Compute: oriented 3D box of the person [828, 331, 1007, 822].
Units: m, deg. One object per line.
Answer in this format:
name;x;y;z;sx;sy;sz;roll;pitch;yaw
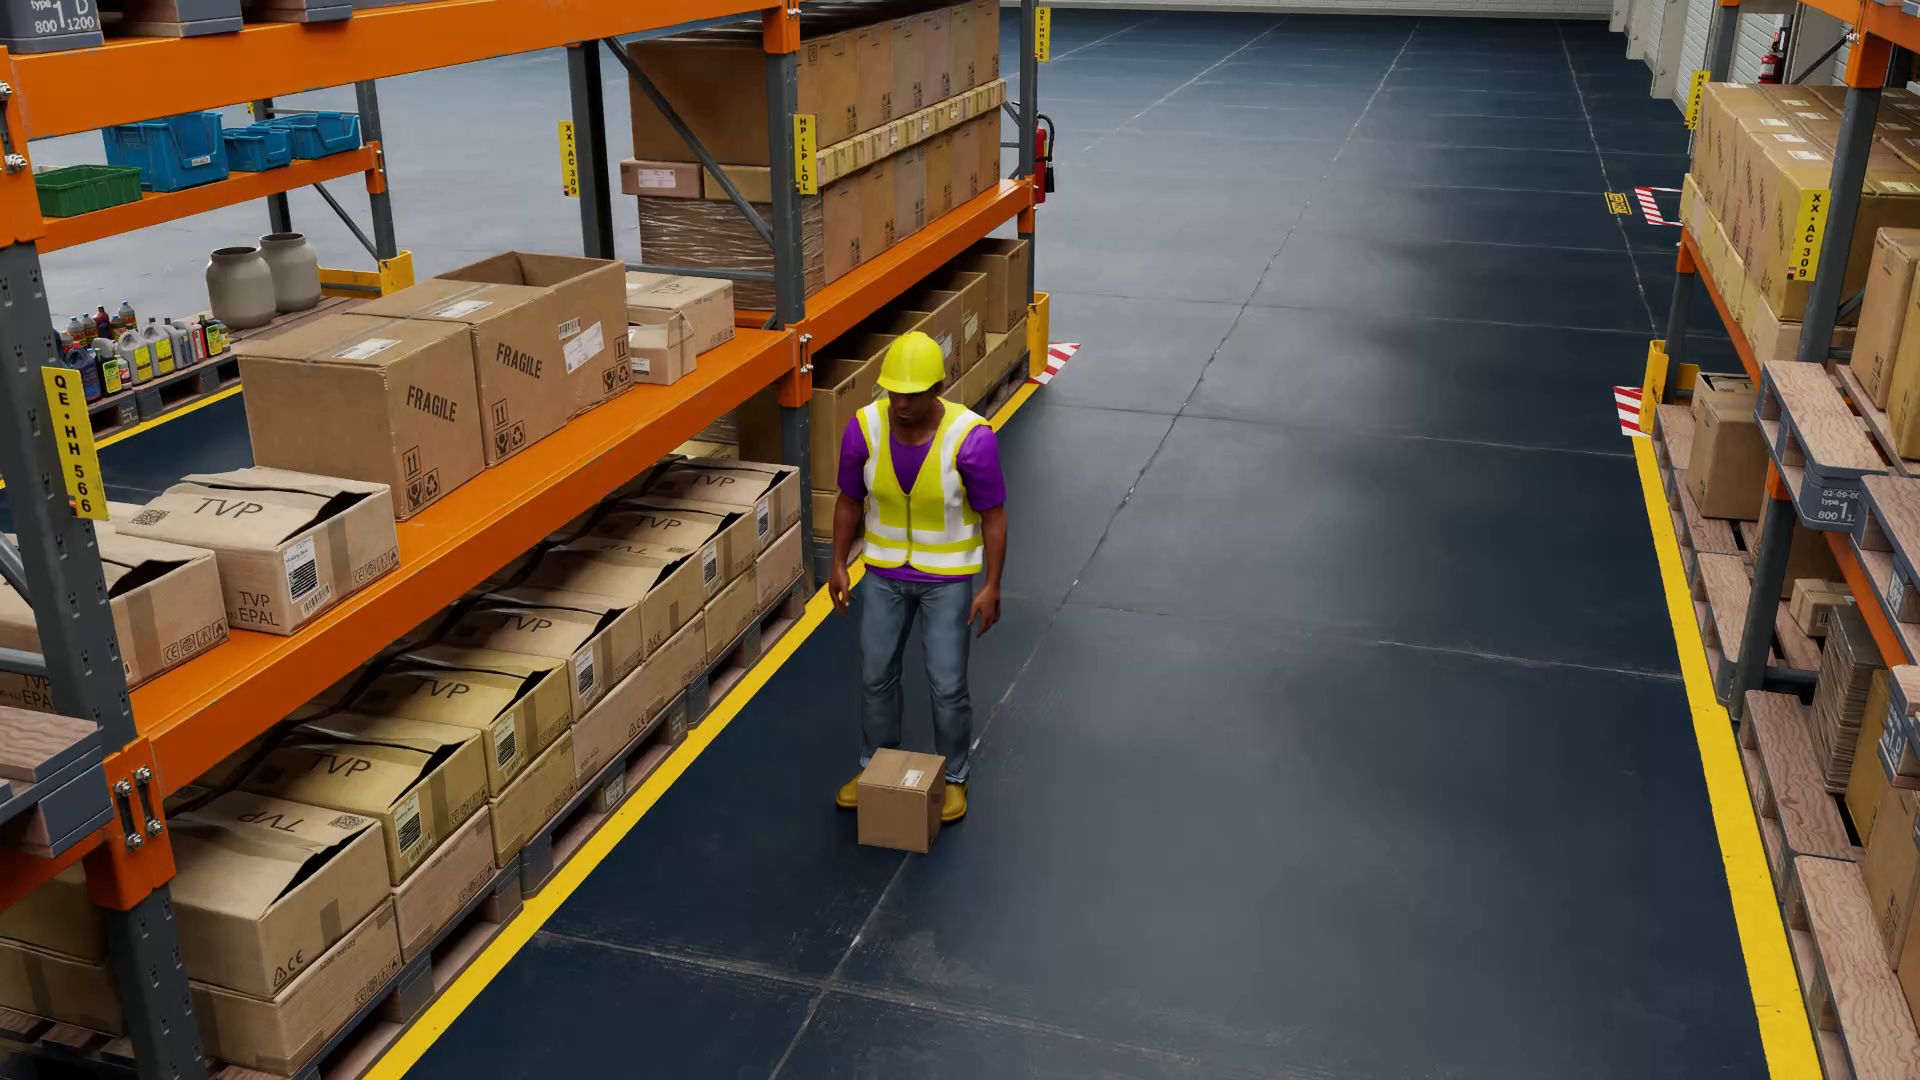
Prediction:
person;-0.152;0.127;5.745;0.628;1.761;0.456;7;23;16
